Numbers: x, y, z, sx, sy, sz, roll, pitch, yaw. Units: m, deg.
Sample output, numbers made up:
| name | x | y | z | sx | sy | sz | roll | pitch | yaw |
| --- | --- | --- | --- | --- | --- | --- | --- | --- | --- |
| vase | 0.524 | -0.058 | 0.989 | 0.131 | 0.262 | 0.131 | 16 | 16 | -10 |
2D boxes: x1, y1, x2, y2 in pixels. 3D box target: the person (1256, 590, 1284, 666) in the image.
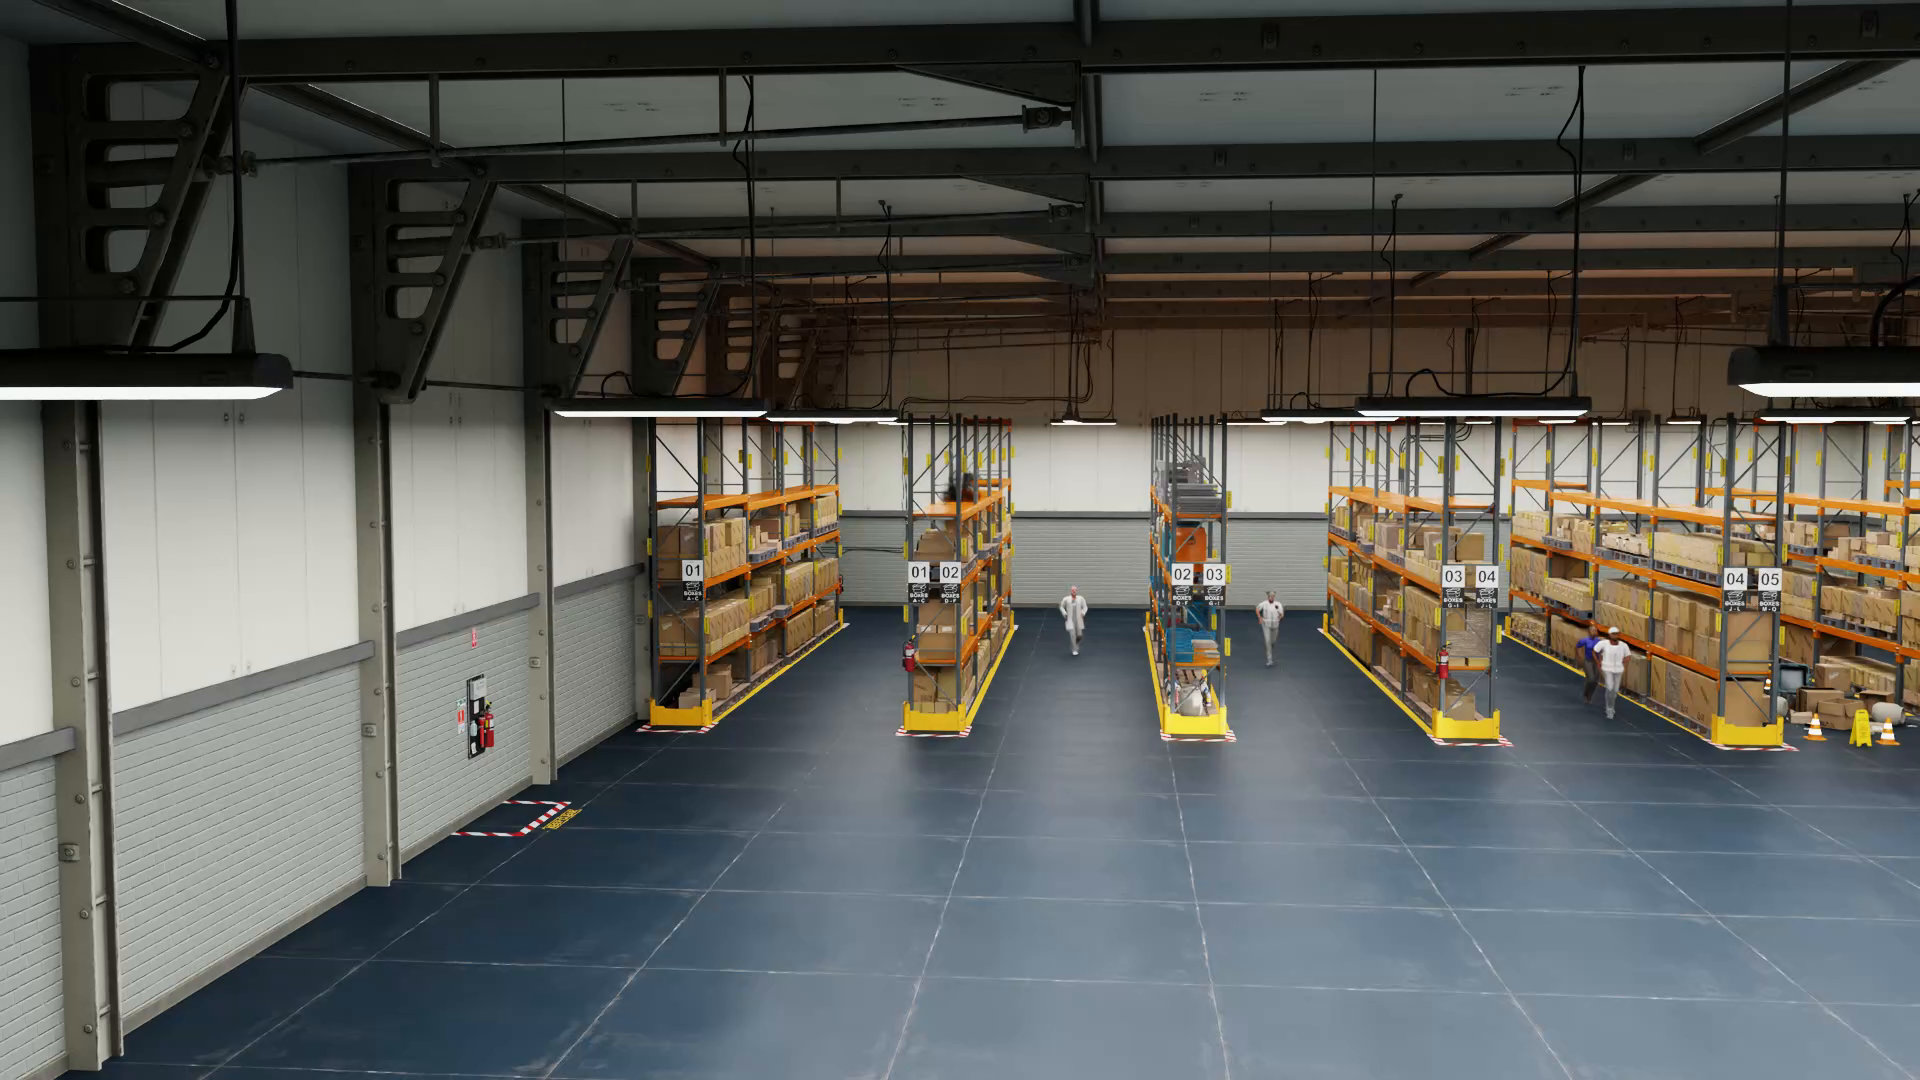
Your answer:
| name | x | y | z | sx | sy | sz | roll | pitch | yaw |
| --- | --- | --- | --- | --- | --- | --- | --- | --- | --- |
| person | 7.564 | 2.112 | 40.483 | 0.662 | 1.794 | 0.976 | 0 | 4 | -1 |

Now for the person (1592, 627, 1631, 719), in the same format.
| name | x | y | z | sx | sy | sz | roll | pitch | yaw |
| --- | --- | --- | --- | --- | --- | --- | --- | --- | --- |
| person | 12.942 | 2.633 | 32.977 | 0.688 | 1.828 | 0.684 | 0 | 4 | 4 |

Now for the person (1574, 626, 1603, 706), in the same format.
| name | x | y | z | sx | sy | sz | roll | pitch | yaw |
| --- | --- | --- | --- | --- | --- | --- | --- | --- | --- |
| person | 13.027 | 2.598 | 34.285 | 0.546 | 1.645 | 0.676 | 0 | 4 | -4 |

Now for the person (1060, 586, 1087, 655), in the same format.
| name | x | y | z | sx | sy | sz | roll | pitch | yaw |
| --- | --- | --- | --- | --- | --- | --- | --- | --- | --- |
| person | 2.868 | 2.029 | 41.985 | 0.696 | 1.731 | 0.639 | 0 | 4 | -3 |
